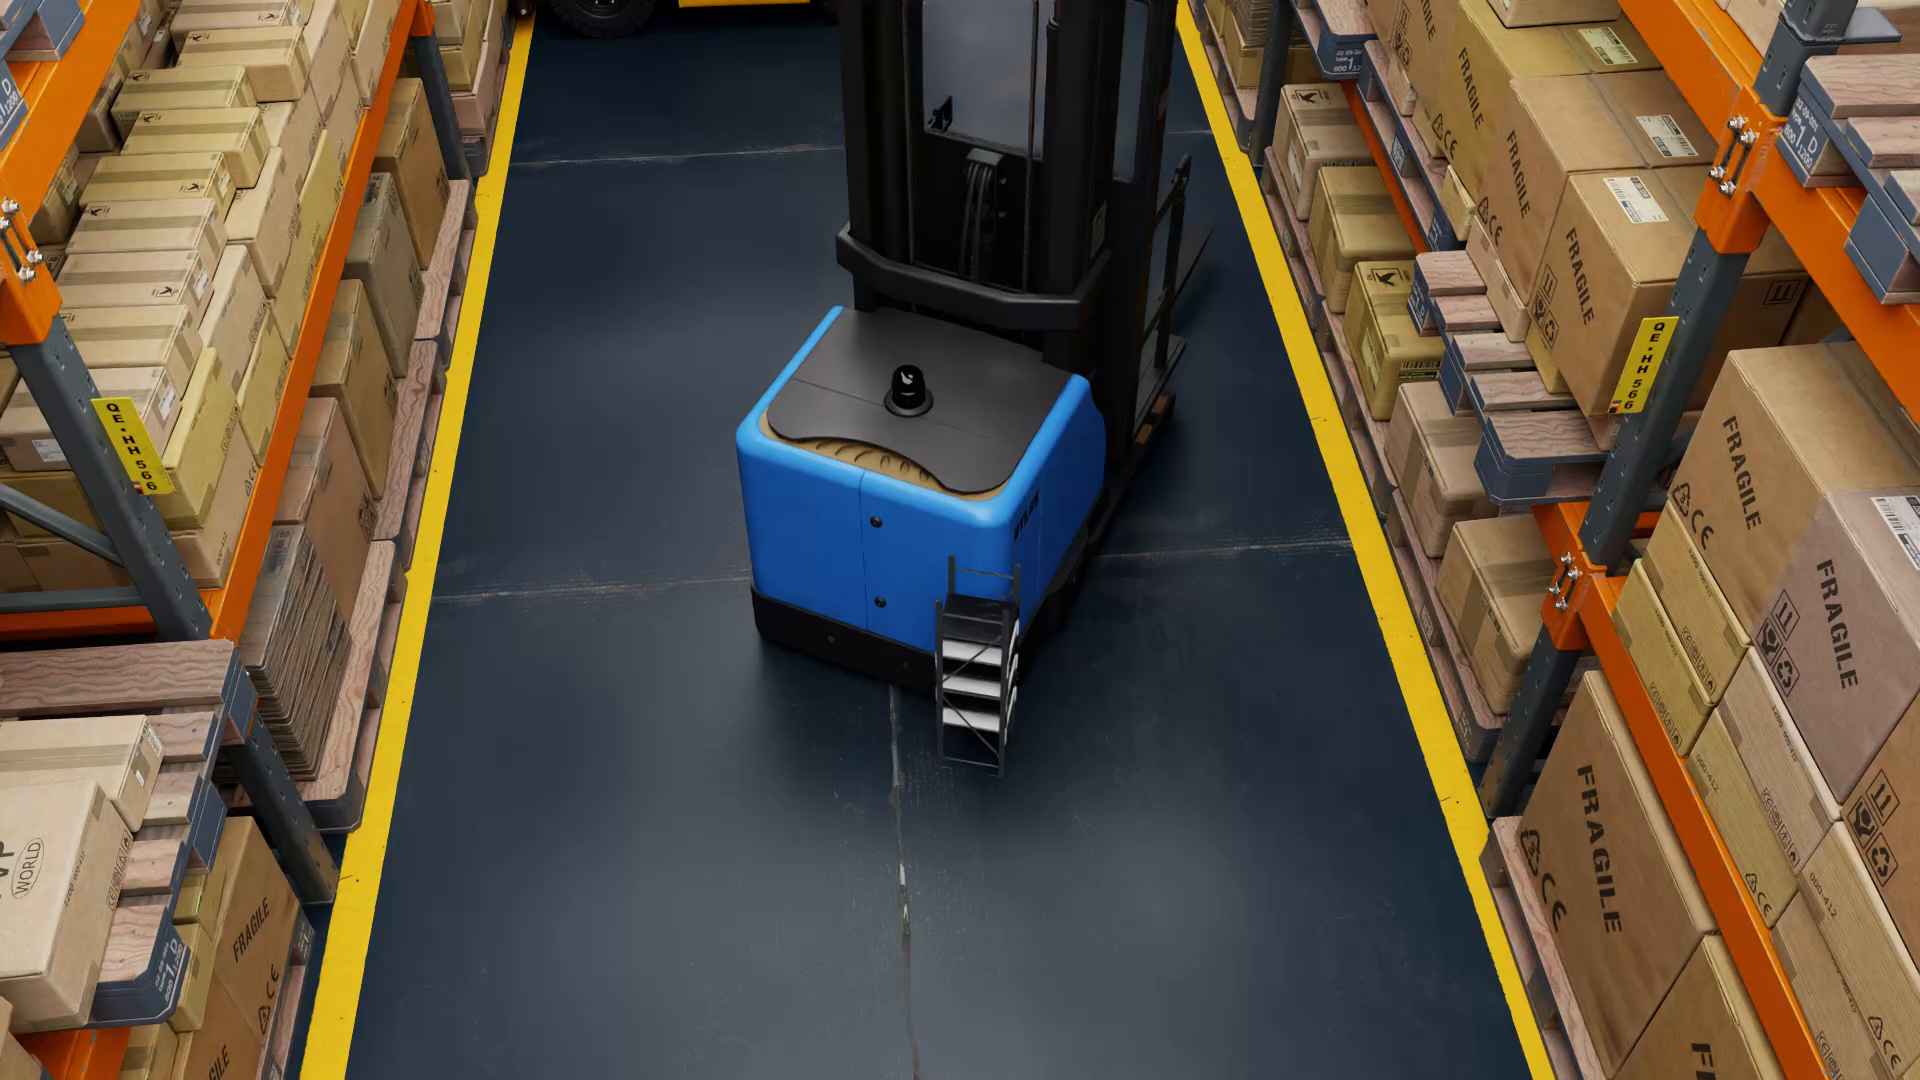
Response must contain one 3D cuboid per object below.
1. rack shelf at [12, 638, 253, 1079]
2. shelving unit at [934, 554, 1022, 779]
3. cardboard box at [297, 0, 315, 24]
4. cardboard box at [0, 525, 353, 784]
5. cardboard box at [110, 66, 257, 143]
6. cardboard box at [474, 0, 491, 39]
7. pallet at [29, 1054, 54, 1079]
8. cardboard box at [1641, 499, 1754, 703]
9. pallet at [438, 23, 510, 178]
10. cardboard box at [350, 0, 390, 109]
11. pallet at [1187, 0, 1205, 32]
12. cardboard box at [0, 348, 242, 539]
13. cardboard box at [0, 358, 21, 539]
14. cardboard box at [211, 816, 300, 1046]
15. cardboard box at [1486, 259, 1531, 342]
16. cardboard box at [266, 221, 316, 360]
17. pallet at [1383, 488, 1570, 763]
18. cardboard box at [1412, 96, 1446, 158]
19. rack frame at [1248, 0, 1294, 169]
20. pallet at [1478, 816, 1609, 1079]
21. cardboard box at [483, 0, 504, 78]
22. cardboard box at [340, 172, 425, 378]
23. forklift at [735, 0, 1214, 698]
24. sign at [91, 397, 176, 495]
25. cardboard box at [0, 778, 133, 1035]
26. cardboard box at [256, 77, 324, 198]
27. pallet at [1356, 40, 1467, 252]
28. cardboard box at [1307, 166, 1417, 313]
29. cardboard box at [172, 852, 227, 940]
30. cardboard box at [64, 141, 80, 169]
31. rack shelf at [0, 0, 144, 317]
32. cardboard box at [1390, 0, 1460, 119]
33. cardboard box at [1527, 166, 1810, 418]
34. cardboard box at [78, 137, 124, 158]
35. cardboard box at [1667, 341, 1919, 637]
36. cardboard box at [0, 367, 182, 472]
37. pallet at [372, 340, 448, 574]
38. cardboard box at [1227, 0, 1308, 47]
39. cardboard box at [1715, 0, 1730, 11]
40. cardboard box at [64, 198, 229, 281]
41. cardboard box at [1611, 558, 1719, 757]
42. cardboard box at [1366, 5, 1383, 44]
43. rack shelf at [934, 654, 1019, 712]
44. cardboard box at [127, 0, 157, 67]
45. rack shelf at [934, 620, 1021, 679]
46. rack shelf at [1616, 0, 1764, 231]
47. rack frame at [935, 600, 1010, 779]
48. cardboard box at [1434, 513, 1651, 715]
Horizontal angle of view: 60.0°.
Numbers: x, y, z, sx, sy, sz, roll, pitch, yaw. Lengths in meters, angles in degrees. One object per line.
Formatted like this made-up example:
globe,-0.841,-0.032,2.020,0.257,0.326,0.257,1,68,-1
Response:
rack shelf,-2.441,1.874,3.405,1.077,0.370,4.000,-3,47,-3
shelving unit,0.059,0.450,5.703,0.258,0.900,0.210,8,47,8
cardboard box,-2.572,-1.997,6.060,0.380,0.149,0.250,-4,47,-4
cardboard box,-2.647,0.399,5.652,0.875,0.625,0.625,-2,47,-2
cardboard box,-2.578,-1.442,5.534,0.380,0.149,0.250,-3,47,-3
cardboard box,-2.720,-2.819,8.614,0.500,0.250,0.500,-4,47,-4
pallet,-2.441,1.652,3.252,1.003,0.211,1.213,-3,47,-3
cardboard box,2.134,0.136,4.314,0.500,0.250,0.500,-4,47,-4
pallet,-2.968,-2.334,8.815,1.003,0.211,1.213,-3,47,-3
cardboard box,-2.593,-1.951,6.635,0.500,0.250,0.500,-4,47,-4
pallet,1.806,-3.429,9.852,1.003,0.211,1.213,-3,47,-3
cardboard box,-2.377,-0.278,4.707,0.500,0.250,0.500,-4,47,-3
cardboard box,-2.923,-0.249,4.679,0.500,0.250,0.500,-3,47,-2
cardboard box,-2.359,1.187,4.992,0.500,0.500,0.500,-2,47,-2
cardboard box,1.915,-0.775,5.302,0.380,0.149,0.250,-4,47,-4
cardboard box,-2.489,-0.842,5.584,0.500,0.250,0.500,-5,47,-5
pallet,2.274,0.268,6.351,1.003,0.211,1.213,-3,47,-3
cardboard box,1.867,-1.522,6.010,0.380,0.149,0.250,-5,47,-5
rack frame,2.003,-3.019,7.543,1.000,3.000,0.127,-3,47,-3
pallet,2.328,1.409,5.270,1.003,0.211,1.213,-3,47,-3
cardboard box,-2.712,-2.650,8.799,0.500,0.250,0.500,-4,47,-4
cardboard box,-2.831,-1.104,7.076,0.875,0.625,0.625,-4,47,-4
forklift,0.279,-1.462,6.116,1.130,2.935,3.031,18,49,16
sign,-2.068,-0.231,4.160,0.100,0.325,0.005,-3,47,-3
cardboard box,-2.198,0.830,3.712,0.500,0.250,0.500,-5,47,-5
cardboard box,-2.537,-1.387,5.757,0.500,0.250,0.500,-3,47,-3
pallet,2.131,-1.489,6.226,1.003,0.211,1.213,-3,47,-3
cardboard box,2.113,-1.361,7.493,0.950,0.372,0.625,-1,47,-1
cardboard box,-2.315,1.013,4.710,0.380,0.149,0.250,-6,47,-5
cardboard box,-3.070,-1.217,5.321,0.380,0.149,0.250,-4,47,-4
rack shelf,-2.776,-2.052,5.057,1.077,0.370,4.000,-3,47,-3
cardboard box,1.880,-1.852,5.875,0.500,0.500,0.500,-5,47,-5
cardboard box,2.022,-0.718,4.801,0.500,0.500,0.500,-5,47,-4
cardboard box,-3.041,-1.346,5.718,0.500,0.250,0.500,-4,47,-4
cardboard box,2.135,-0.132,4.051,0.500,0.500,0.500,-5,47,-5
cardboard box,-2.342,-0.327,4.478,0.380,0.149,0.250,-2,47,-2
pallet,-2.737,-0.340,6.927,1.003,0.211,1.213,-3,47,-3
cardboard box,1.686,-2.888,8.507,0.500,0.500,0.500,-4,47,-4
cardboard box,2.073,-1.465,4.178,0.380,0.149,0.250,-3,47,-3
cardboard box,-2.447,-0.892,5.014,0.380,0.149,0.250,-3,47,-3
cardboard box,2.128,0.296,4.507,0.500,0.250,0.500,-4,47,-4
cardboard box,1.826,-2.088,6.545,0.380,0.149,0.250,-3,47,-3
rack shelf,0.059,0.473,5.727,0.258,0.077,0.200,8,47,8
cardboard box,-3.074,-1.779,5.853,0.380,0.149,0.250,-4,47,-4
rack shelf,0.060,0.348,5.597,0.258,0.077,0.200,8,47,8
rack shelf,2.170,-2.356,5.345,1.077,0.370,4.000,-3,47,-3
rack frame,0.039,0.522,5.634,0.240,0.900,0.006,8,47,8
cardboard box,2.300,0.225,5.992,0.950,0.372,0.625,-6,47,-6
